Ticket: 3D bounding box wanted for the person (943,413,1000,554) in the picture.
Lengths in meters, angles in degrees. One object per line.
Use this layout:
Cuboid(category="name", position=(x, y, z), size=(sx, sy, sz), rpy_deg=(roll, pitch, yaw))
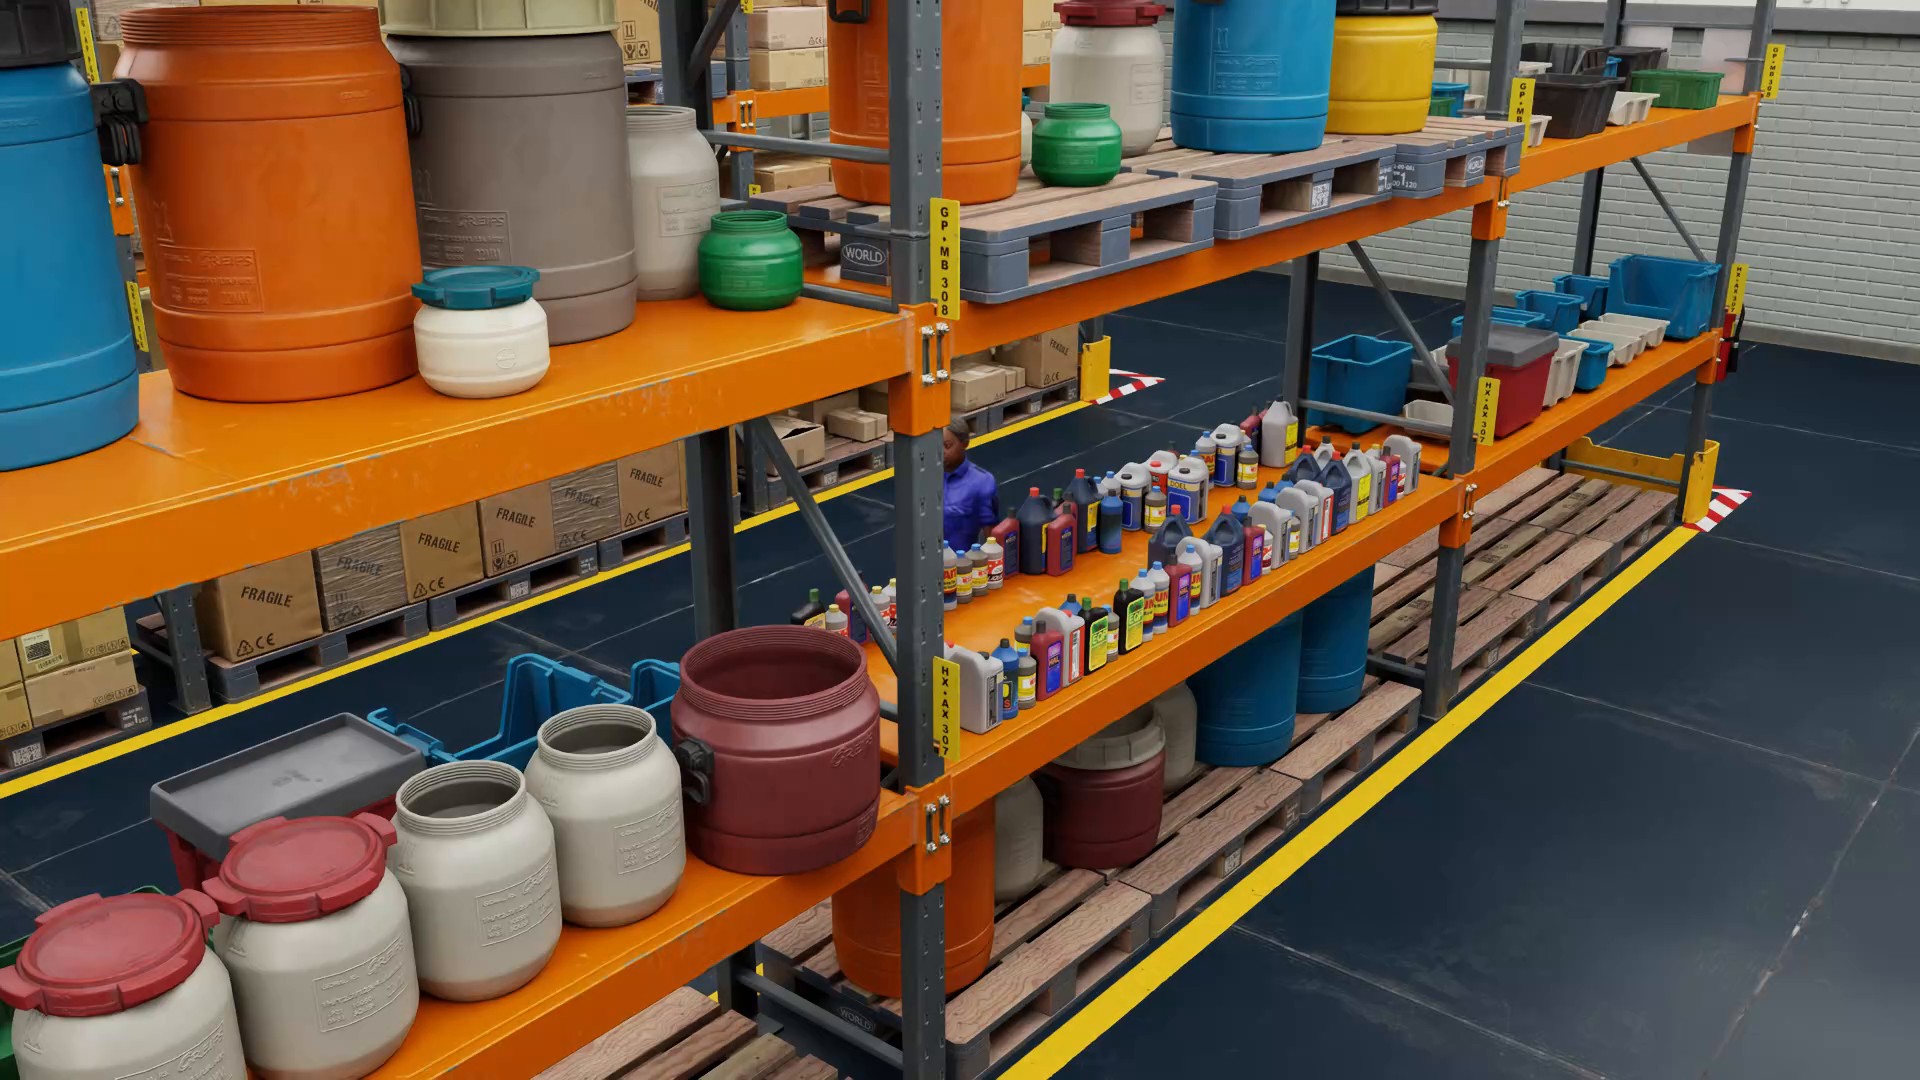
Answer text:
Cuboid(category="person", position=(-0.032, 0.226, 7.995), size=(0.513, 1.686, 0.396), rpy_deg=(9, 22, 22))
